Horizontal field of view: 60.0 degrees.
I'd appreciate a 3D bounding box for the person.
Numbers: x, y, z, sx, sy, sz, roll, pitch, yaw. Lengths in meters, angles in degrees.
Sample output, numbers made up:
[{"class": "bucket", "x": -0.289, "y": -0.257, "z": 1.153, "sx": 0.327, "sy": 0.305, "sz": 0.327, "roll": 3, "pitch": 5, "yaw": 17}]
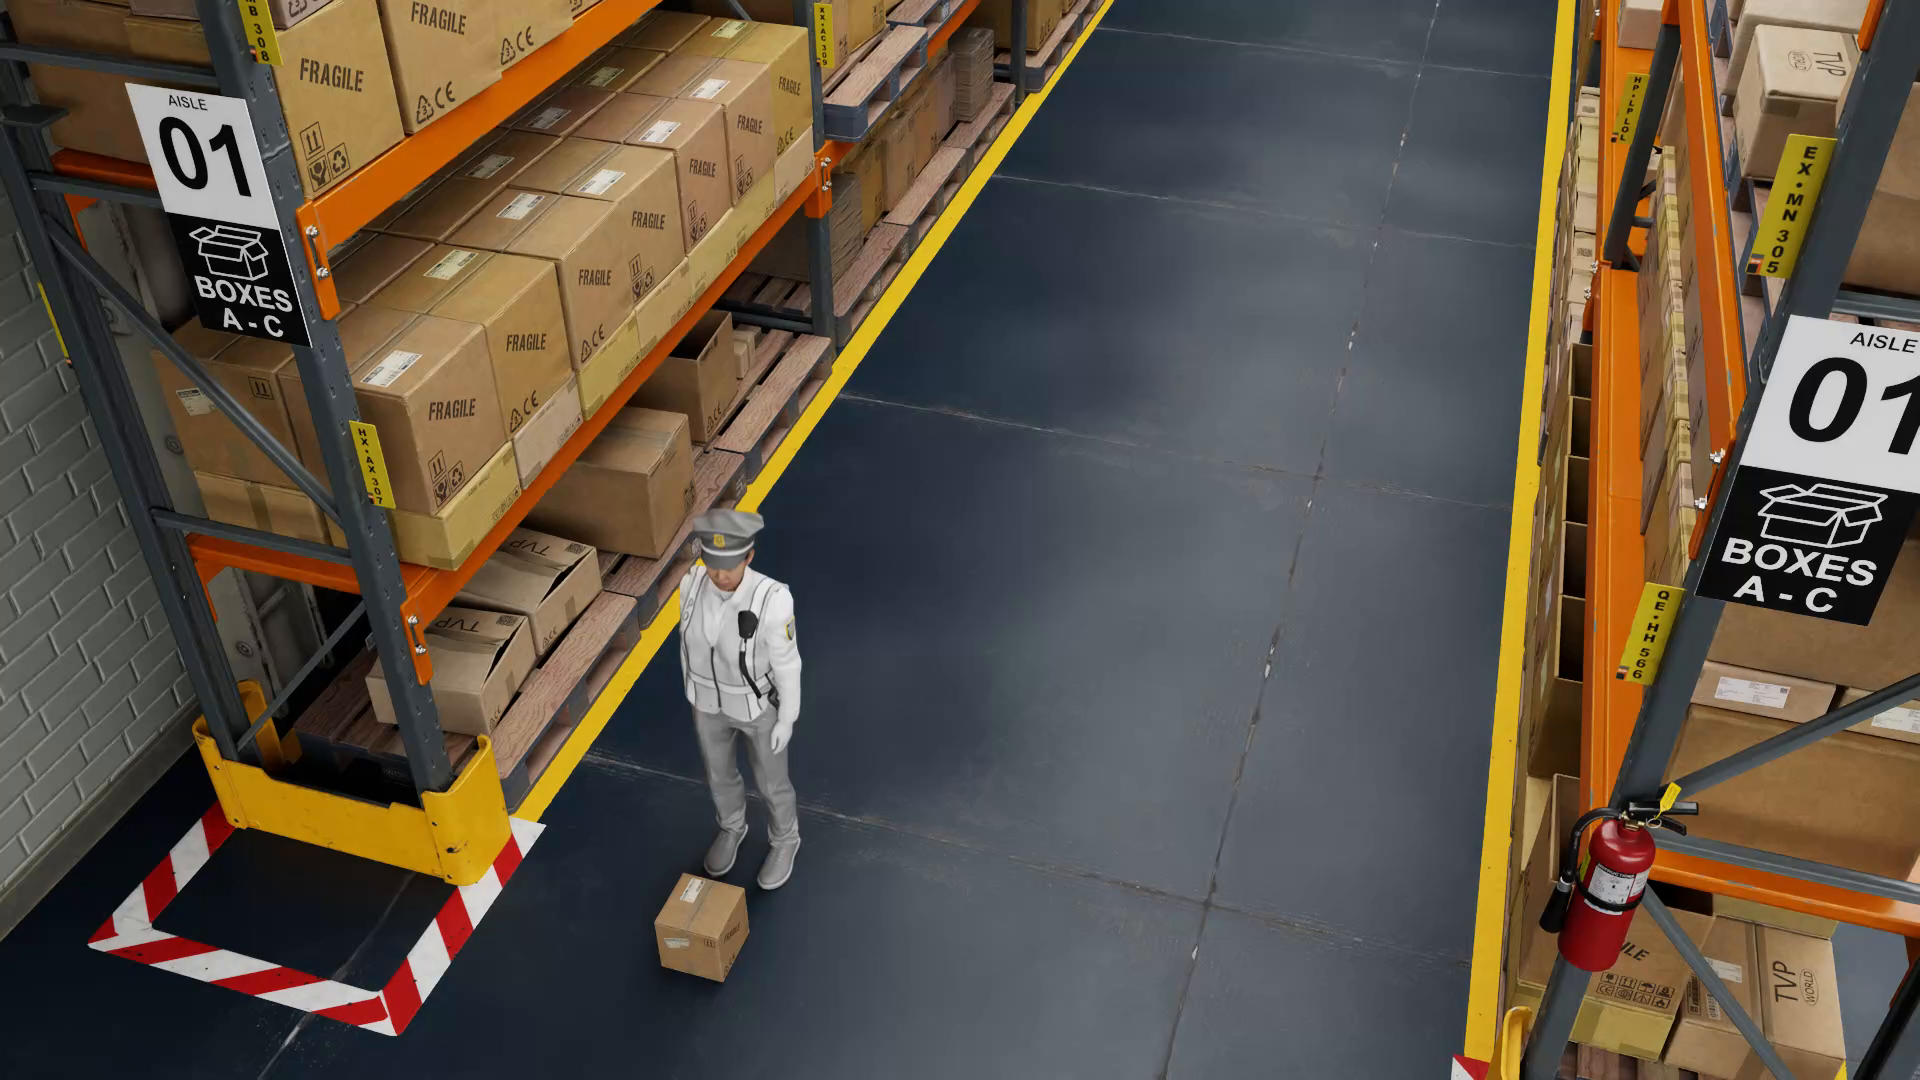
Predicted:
[{"class": "person", "x": -0.801, "y": 0.255, "z": 5.825, "sx": 0.373, "sy": 0.809, "sz": 0.340, "roll": 12, "pitch": 39, "yaw": 15}]
